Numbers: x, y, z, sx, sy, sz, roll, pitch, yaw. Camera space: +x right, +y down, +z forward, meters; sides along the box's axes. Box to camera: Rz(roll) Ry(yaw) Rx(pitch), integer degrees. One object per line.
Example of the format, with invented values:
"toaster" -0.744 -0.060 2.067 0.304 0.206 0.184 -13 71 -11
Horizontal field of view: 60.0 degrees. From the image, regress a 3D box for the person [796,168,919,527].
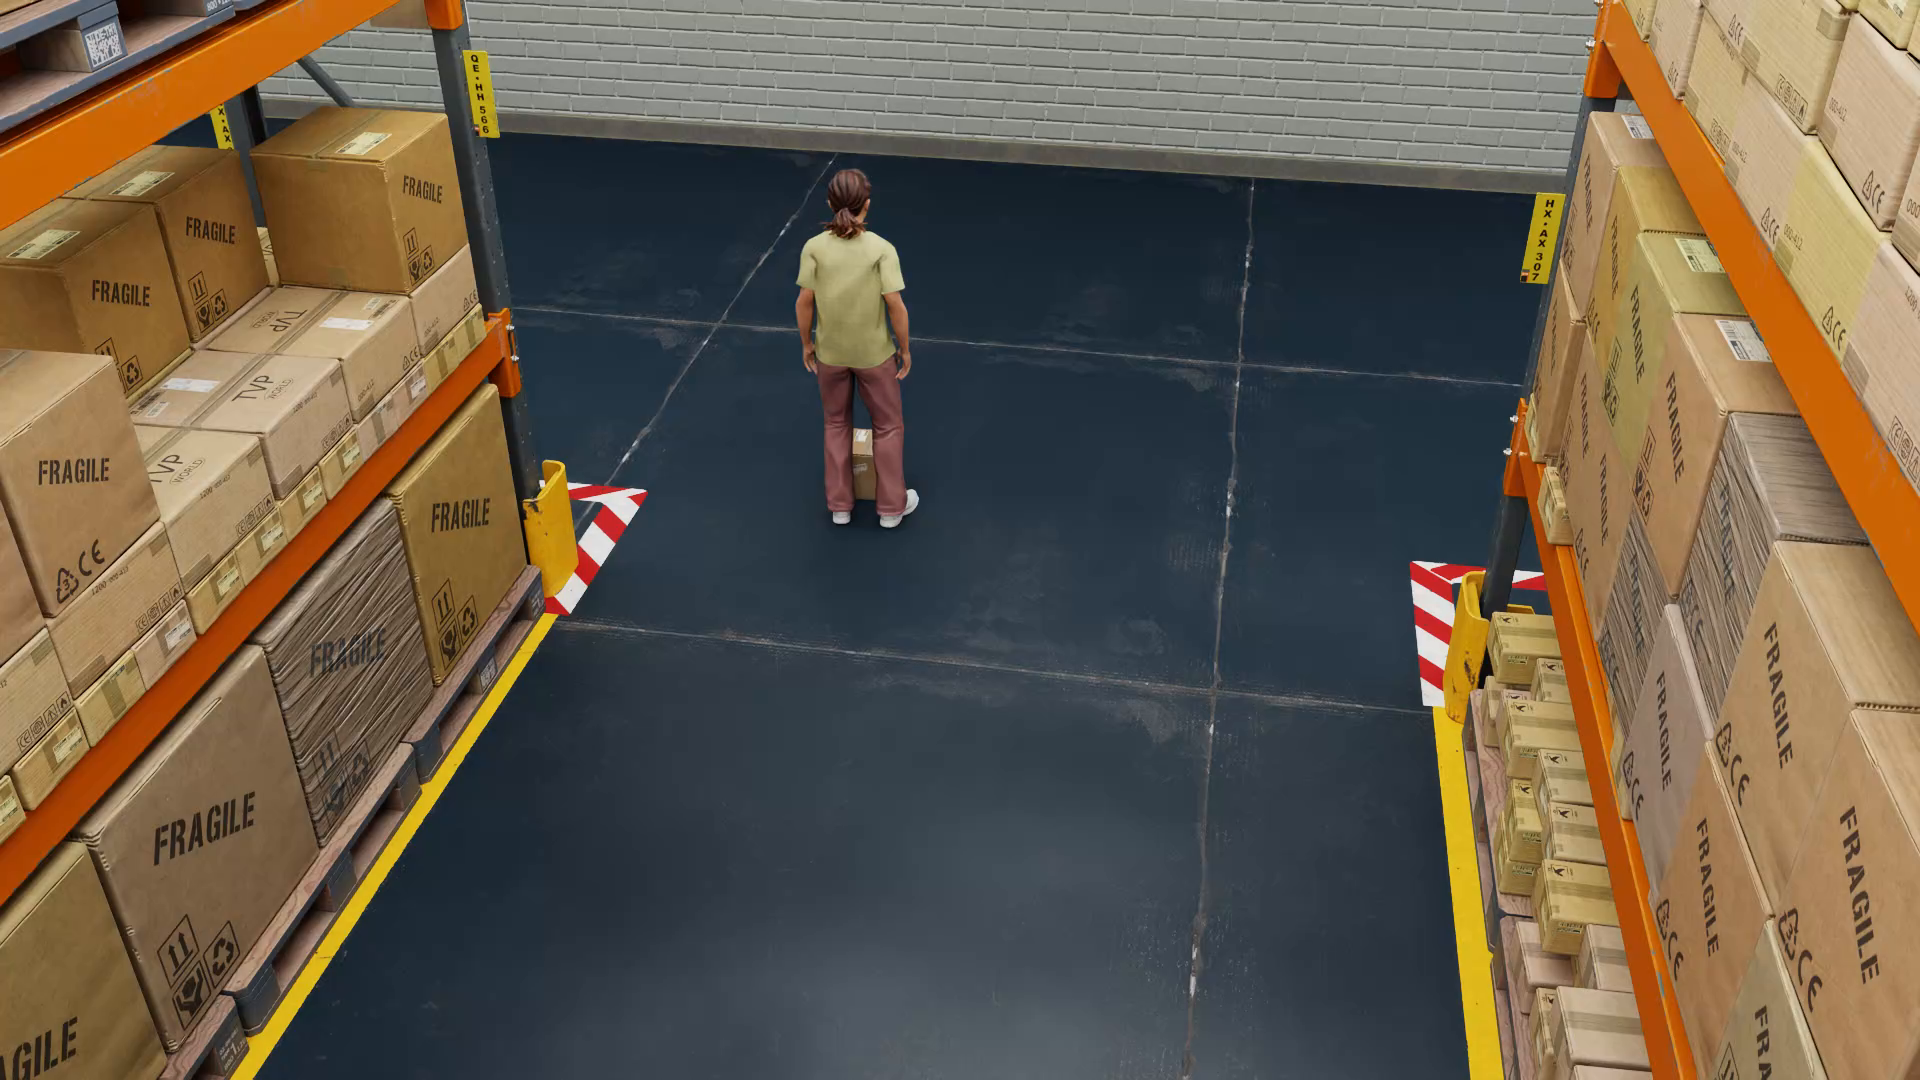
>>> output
"person" -0.464 -0.827 7.448 0.501 1.661 0.353 5 33 8
